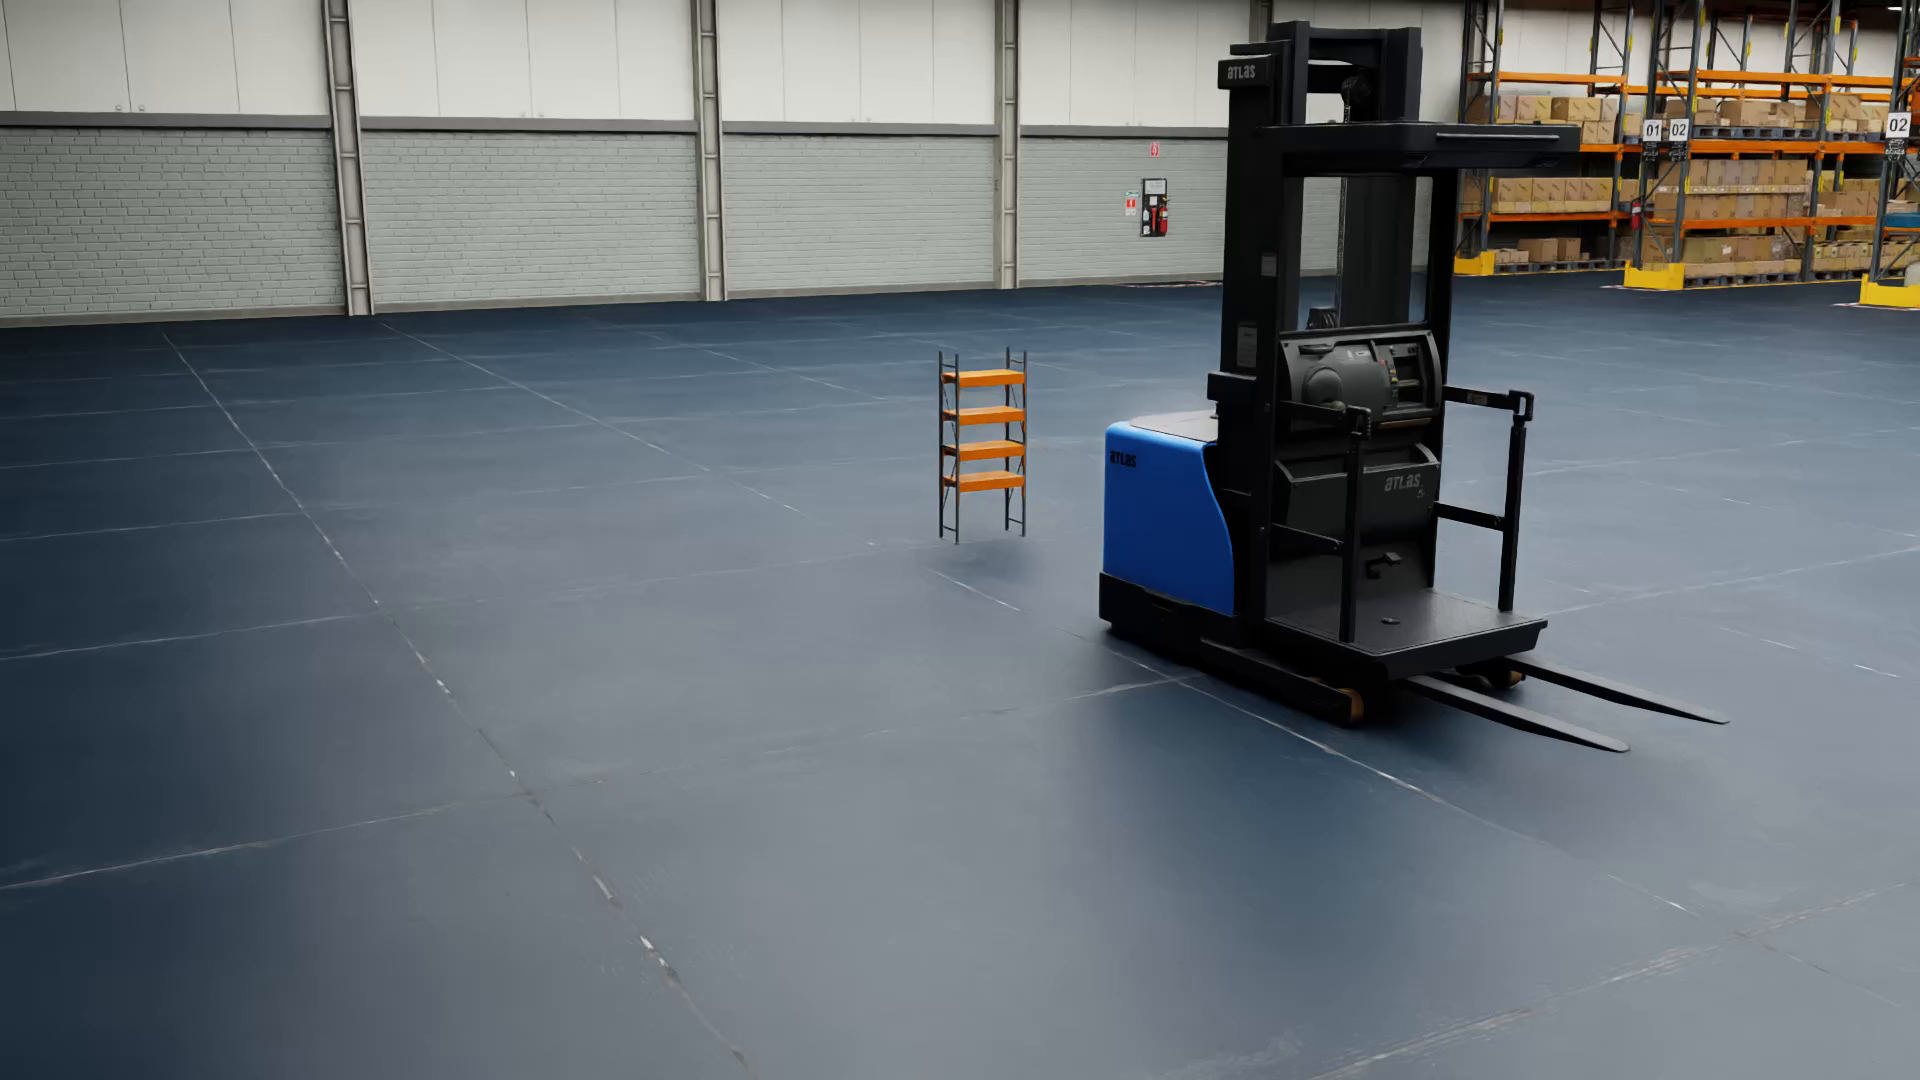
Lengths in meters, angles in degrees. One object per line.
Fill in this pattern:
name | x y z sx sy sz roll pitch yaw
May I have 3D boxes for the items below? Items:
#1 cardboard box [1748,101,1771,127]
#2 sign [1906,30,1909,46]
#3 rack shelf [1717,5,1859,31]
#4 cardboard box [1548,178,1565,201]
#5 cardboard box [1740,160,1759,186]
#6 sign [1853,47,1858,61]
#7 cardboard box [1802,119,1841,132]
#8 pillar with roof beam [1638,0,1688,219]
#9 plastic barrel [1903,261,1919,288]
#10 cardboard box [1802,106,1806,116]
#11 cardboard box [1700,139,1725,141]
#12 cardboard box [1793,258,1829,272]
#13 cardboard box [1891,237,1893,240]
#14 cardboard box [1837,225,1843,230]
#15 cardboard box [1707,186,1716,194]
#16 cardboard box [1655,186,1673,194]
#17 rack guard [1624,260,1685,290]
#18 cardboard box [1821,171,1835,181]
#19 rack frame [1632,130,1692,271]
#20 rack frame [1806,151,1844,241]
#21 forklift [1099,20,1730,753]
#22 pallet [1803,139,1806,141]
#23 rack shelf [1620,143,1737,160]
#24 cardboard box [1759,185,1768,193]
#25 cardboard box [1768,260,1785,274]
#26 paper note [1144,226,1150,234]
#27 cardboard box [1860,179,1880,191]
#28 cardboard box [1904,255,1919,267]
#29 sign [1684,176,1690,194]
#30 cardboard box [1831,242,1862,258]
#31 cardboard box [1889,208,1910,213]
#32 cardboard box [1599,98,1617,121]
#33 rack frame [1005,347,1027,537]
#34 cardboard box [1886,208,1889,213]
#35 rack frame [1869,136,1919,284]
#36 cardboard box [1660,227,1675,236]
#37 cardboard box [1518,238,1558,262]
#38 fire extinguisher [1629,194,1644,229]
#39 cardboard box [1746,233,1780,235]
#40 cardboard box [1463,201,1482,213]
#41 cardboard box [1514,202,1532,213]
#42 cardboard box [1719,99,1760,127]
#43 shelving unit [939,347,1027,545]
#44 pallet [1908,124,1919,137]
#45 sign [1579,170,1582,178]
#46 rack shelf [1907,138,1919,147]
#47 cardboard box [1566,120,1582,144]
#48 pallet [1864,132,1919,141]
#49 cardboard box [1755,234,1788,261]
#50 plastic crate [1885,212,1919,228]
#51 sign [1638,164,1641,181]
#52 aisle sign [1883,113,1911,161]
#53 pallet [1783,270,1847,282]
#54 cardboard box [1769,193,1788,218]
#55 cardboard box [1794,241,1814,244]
cardboard box | 15.614 -8.478 33.106 0.637 0.503 0.797 -5 14 -22
sign | 20.362 -10.785 35.730 0.005 0.325 0.100 -7 14 -28
rack shelf | 20.010 -12.623 40.270 4.000 0.370 1.077 -7 14 -28
cardboard box | 13.138 -7.828 37.148 0.500 0.500 0.500 -6 14 -26
cardboard box | 15.412 -7.315 33.100 0.500 0.500 0.700 -7 14 -28
sign | 22.036 -11.954 40.921 0.005 0.325 0.100 -7 14 -28
cardboard box | 17.665 -8.498 34.091 0.500 0.250 0.500 -5 14 -22
pillar with roof beam | 18.761 -10.342 36.068 0.548 9.000 9.100 -7 14 -28
plastic barrel | 16.520 -4.539 28.657 0.421 0.512 0.421 0 13 0
cardboard box | 20.930 -10.661 41.380 0.500 0.250 0.500 -6 14 -24
cardboard box | 17.752 -9.517 39.390 0.500 0.311 0.500 -7 14 -28
cardboard box | 17.593 -5.698 34.402 0.500 0.250 0.500 -7 15 -29
cardboard box | 23.829 -7.843 43.365 0.500 0.500 0.700 -7 15 -30
cardboard box | 22.941 -8.103 43.043 0.250 0.149 0.380 -7 15 -30
cardboard box | 14.507 -6.838 32.458 0.250 0.149 0.380 -7 14 -28
cardboard box | 13.853 -6.861 32.560 0.250 0.149 0.380 -7 15 -29
rack guard | 13.588 -5.197 32.563 0.348 0.500 1.175 -7 14 -28
cardboard box | 21.478 -9.107 41.584 0.500 0.250 0.500 -6 14 -26
rack frame | 13.609 -6.419 32.300 0.127 3.000 1.000 -7 14 -28
rack frame | 21.765 -8.636 42.150 0.127 3.000 1.000 -7 14 -28
forklift | 1.917 -0.753 7.280 1.130 2.935 3.031 -8 15 -31
pallet | 20.984 -9.900 41.371 1.217 0.209 0.805 -8 15 -30
rack shelf | 16.499 -9.117 39.095 4.000 0.370 1.077 -7 14 -28
cardboard box | 15.869 -7.002 33.185 0.250 0.149 0.380 -6 14 -26
cardboard box | 16.374 -5.562 33.796 0.500 0.250 0.500 -7 14 -28
paper note | 3.790 -6.295 33.754 0.142 0.148 0.016 -7 14 -28
cardboard box | 22.892 -8.912 42.693 0.700 0.700 0.980 -7 15 -29
cardboard box | 20.286 -6.022 35.841 0.500 0.250 0.500 -6 14 -27
sign | 13.870 -6.772 31.718 0.005 0.325 0.100 -7 14 -28
cardboard box | 18.498 -6.079 34.816 0.500 0.311 0.500 -7 15 -30
cardboard box | 19.974 -6.990 35.410 0.250 0.149 0.380 -7 14 -28
cardboard box | 14.433 -9.699 37.491 0.500 0.500 0.500 -8 15 -33
rack frame | 0.359 -0.628 10.669 0.015 1.200 0.240 -7 14 -28
cardboard box | 19.539 -6.993 35.423 0.250 0.149 0.380 -6 14 -24
rack frame | 15.979 -5.464 28.057 0.127 3.000 1.000 -7 14 -28
cardboard box | 16.668 -7.387 39.585 0.500 0.250 0.500 -7 14 -28
cardboard box | 13.051 -6.551 37.579 0.500 0.500 0.700 -8 15 -31
fire extinguisher | 13.283 -6.458 32.651 0.183 0.674 0.296 -7 14 -28
cardboard box | 16.563 -6.081 34.395 0.500 0.500 0.500 -7 14 -28
cardboard box | 11.550 -7.396 36.939 0.500 0.250 0.500 -7 14 -27
cardboard box | 12.262 -7.357 36.766 0.500 0.250 0.500 -7 15 -30
cardboard box | 15.198 -8.326 32.440 0.500 0.500 0.500 -7 14 -28
shelving unit | 0.145 -0.603 10.555 0.503 1.200 0.258 -7 14 -28
pallet | 16.752 -6.904 28.051 1.213 0.211 1.003 -7 14 -28
sign | 14.474 -8.466 38.756 0.005 0.325 0.100 -7 14 -28
rack shelf | 17.735 -6.787 28.741 4.000 0.370 1.077 -7 14 -28
cardboard box | 13.500 -9.099 37.103 0.500 0.500 0.500 -7 15 -30
pallet | 20.078 -8.543 35.337 1.003 0.211 1.213 -6 14 -25
cardboard box | 16.373 -5.928 33.716 0.500 0.500 0.500 -7 14 -28
plastic crate | 16.275 -5.502 28.563 0.616 0.251 0.499 -7 14 -28
sign | 13.361 -7.206 32.618 0.005 0.325 0.100 -7 14 -28
aisle sign | 15.774 -6.782 27.992 0.004 0.787 0.394 -7 14 -28
pallet | 17.748 -5.565 34.854 1.213 0.211 1.003 -7 14 -28
cardboard box | 16.274 -6.784 33.694 0.500 0.500 0.700 -7 14 -28
cardboard box | 17.792 -6.131 35.047 0.500 0.311 0.500 -6 14 -26
